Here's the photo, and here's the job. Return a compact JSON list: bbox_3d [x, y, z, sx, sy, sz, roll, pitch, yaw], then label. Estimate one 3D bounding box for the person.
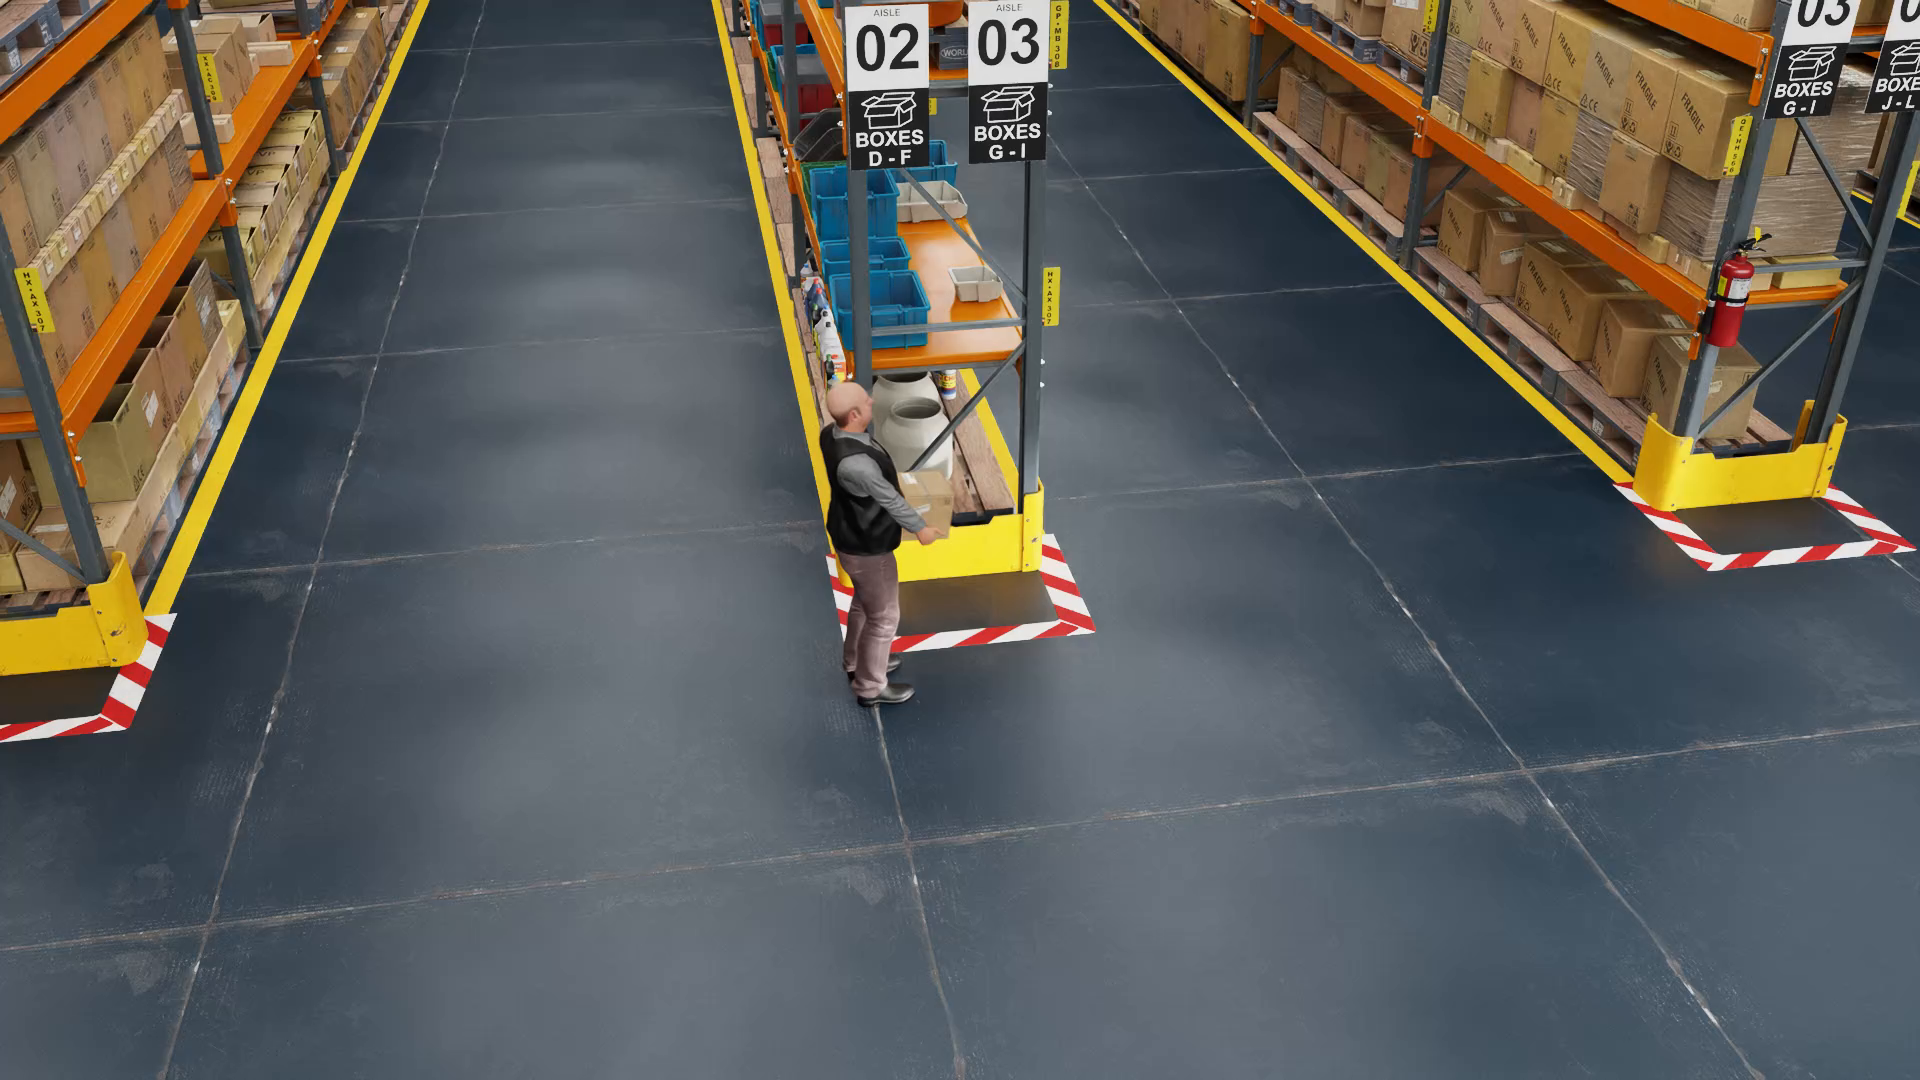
[{"bbox_3d":[-0.379,-0.006,8.181,0.551,1.711,0.494,-9,32,-14],"label":"person"}]
